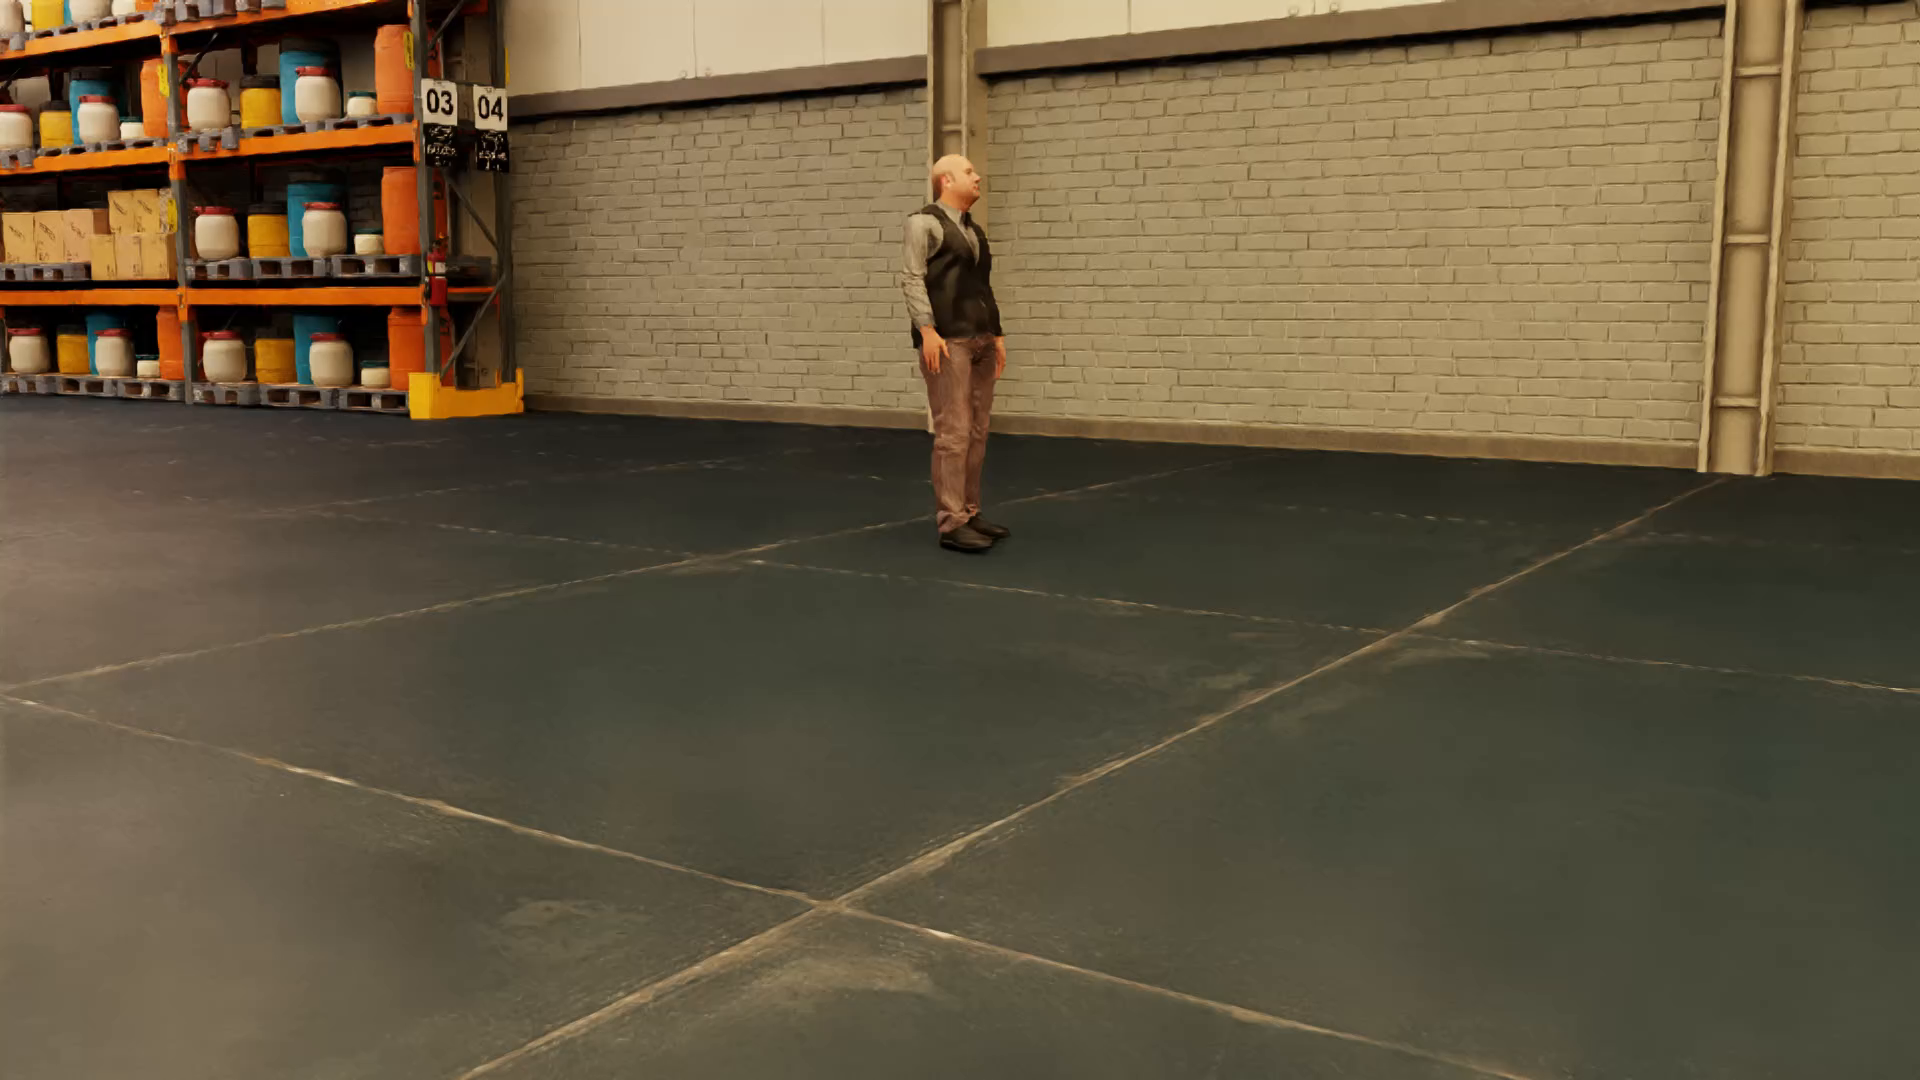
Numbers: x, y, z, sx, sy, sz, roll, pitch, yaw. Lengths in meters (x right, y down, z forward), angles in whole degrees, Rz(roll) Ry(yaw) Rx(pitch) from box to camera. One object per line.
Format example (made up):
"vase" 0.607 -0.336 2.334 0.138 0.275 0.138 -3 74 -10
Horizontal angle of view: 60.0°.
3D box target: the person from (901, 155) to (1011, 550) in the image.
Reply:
"person" 0.047 -0.853 7.440 0.567 1.720 0.632 5 10 34
